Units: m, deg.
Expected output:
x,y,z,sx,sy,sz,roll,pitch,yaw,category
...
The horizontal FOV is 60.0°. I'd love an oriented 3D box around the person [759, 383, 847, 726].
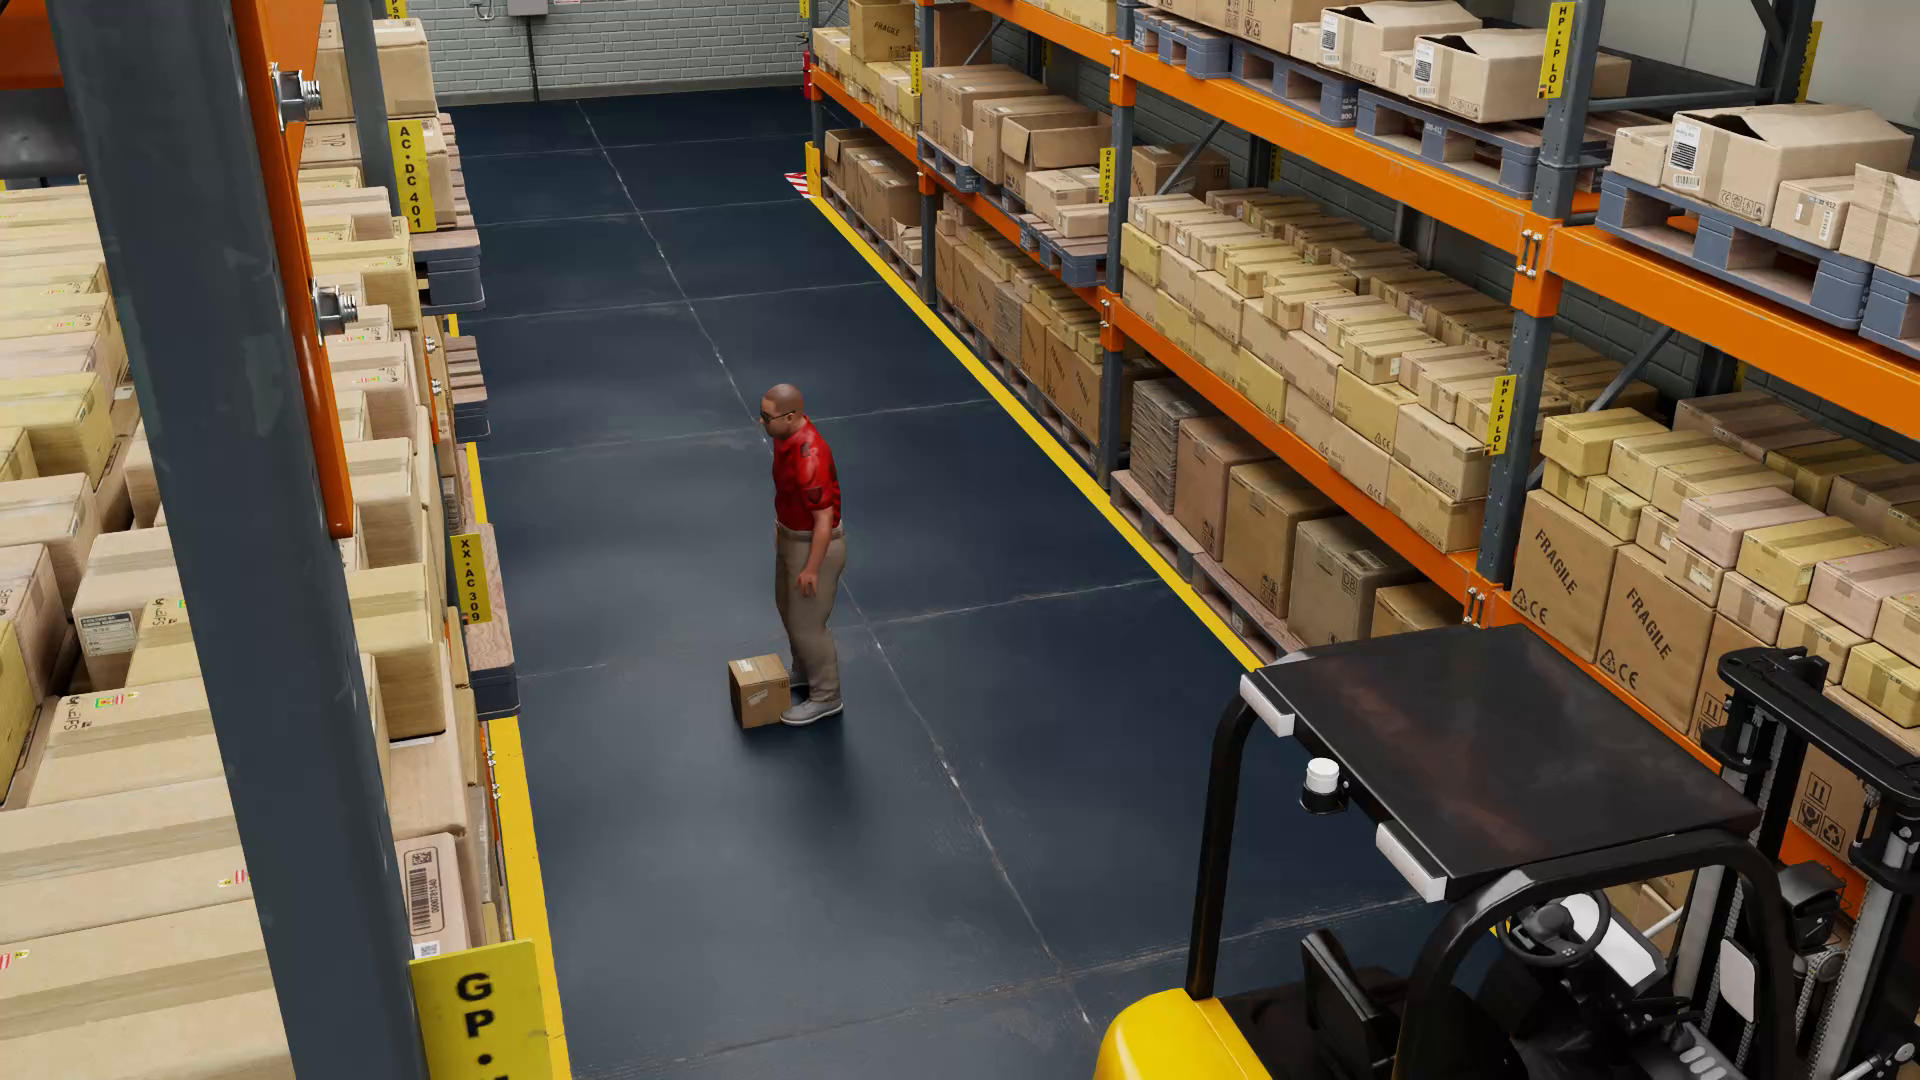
x,y,z,sx,sy,sz,roll,pitch,yaw,category
-0.760,0.047,8.033,0.389,1.726,0.587,-8,27,-16,person
